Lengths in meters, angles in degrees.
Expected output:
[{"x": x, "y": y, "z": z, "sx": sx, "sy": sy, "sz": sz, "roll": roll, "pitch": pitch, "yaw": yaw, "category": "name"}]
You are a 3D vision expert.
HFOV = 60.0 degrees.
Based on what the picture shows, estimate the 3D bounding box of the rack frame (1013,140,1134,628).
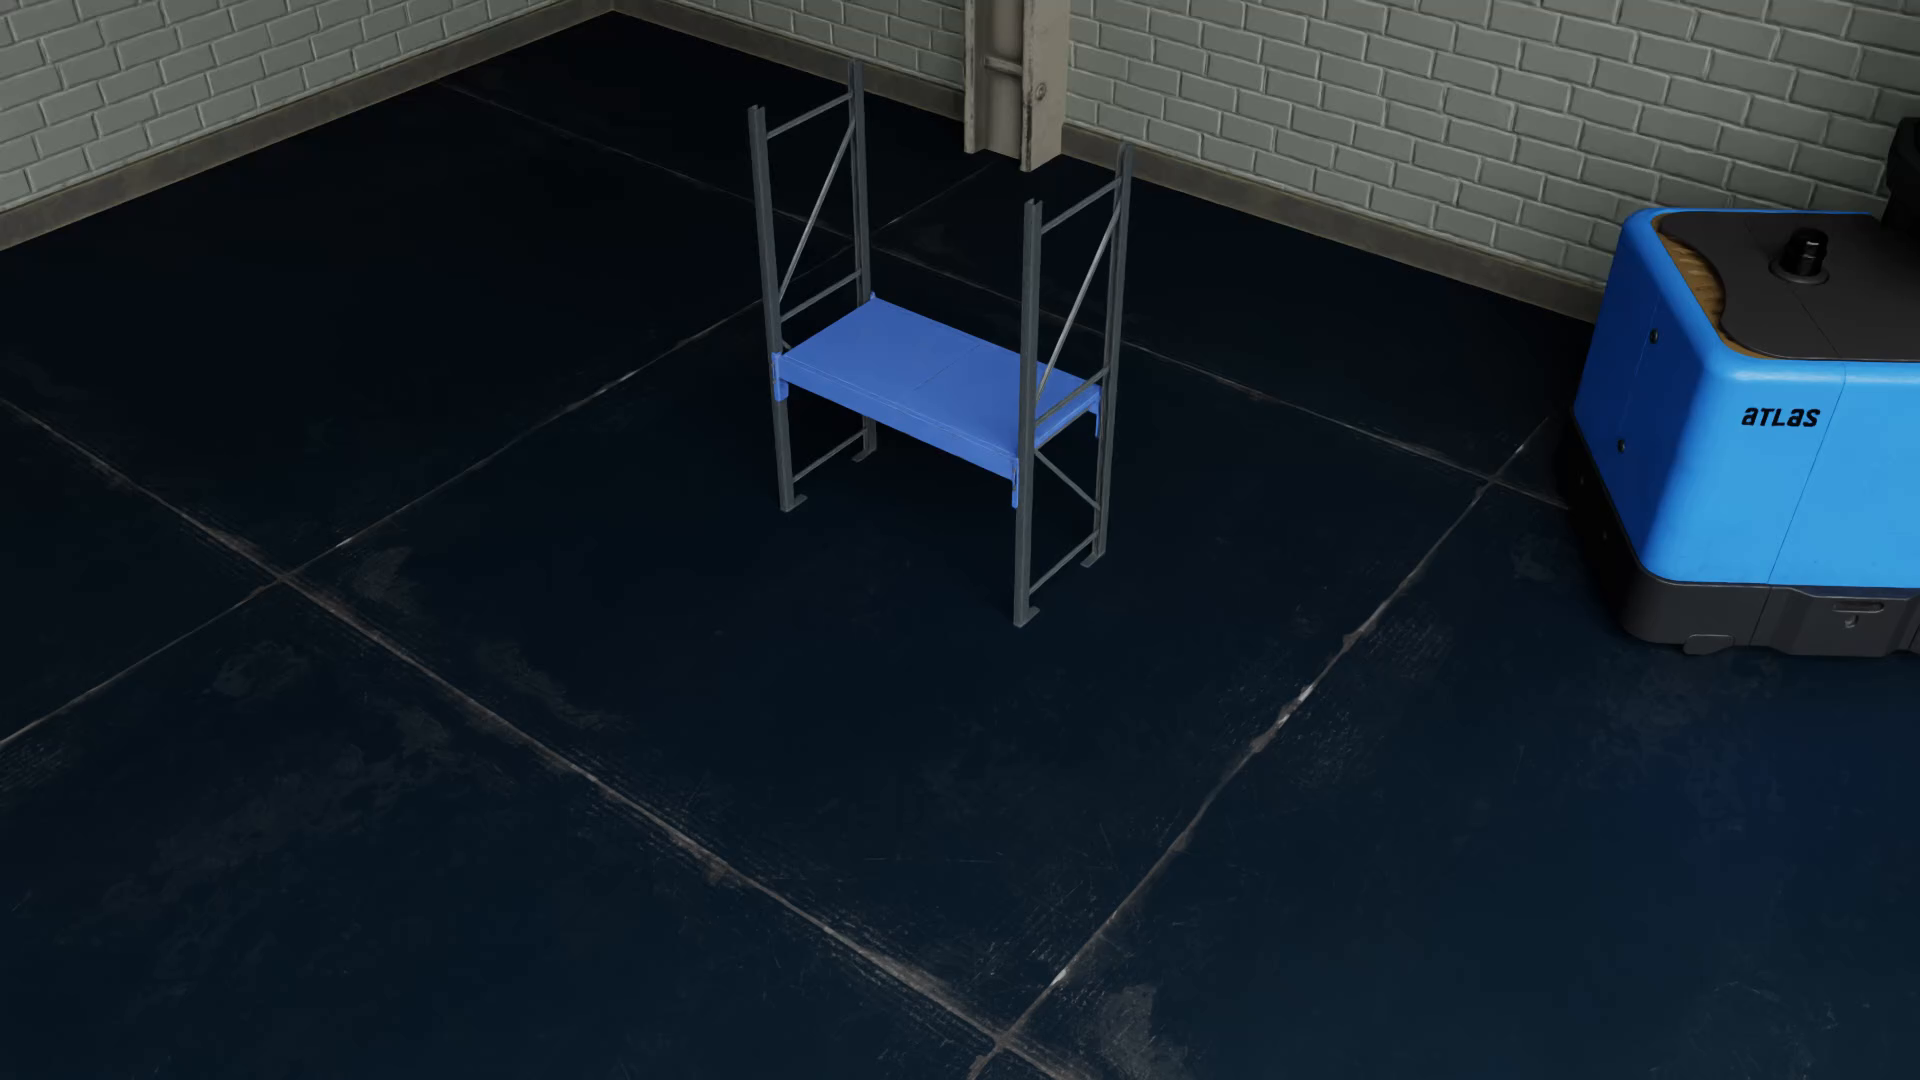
[{"x": 0.336, "y": -0.432, "z": 5.085, "sx": 0.032, "sy": 1.500, "sz": 0.500, "roll": 25, "pitch": 45, "yaw": 29, "category": "rack frame"}]

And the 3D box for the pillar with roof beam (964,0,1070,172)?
[{"x": -2.350, "y": -3.354, "z": 2.734, "sx": 0.400, "sy": 9.000, "sz": 9.100, "roll": 25, "pitch": 45, "yaw": 29, "category": "pillar with roof beam"}]

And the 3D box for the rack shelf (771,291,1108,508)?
[{"x": -0.068, "y": -0.481, "z": 5.439, "sx": 1.000, "sy": 0.185, "sz": 0.538, "roll": 25, "pitch": 45, "yaw": 29, "category": "rack shelf"}]

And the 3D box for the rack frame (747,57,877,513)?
[{"x": -0.472, "y": -0.813, "z": 5.572, "sx": 0.032, "sy": 1.500, "sz": 0.500, "roll": 25, "pitch": 45, "yaw": 29, "category": "rack frame"}]

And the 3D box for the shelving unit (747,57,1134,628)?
[{"x": -0.068, "y": -0.622, "z": 5.328, "sx": 1.048, "sy": 1.500, "sz": 0.538, "roll": 25, "pitch": 45, "yaw": 29, "category": "shelving unit"}]

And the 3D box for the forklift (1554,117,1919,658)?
[{"x": 3.627, "y": -1.058, "z": 4.724, "sx": 3.031, "sy": 2.935, "sz": 1.130, "roll": 2, "pitch": 38, "yaw": 2, "category": "forklift"}]
